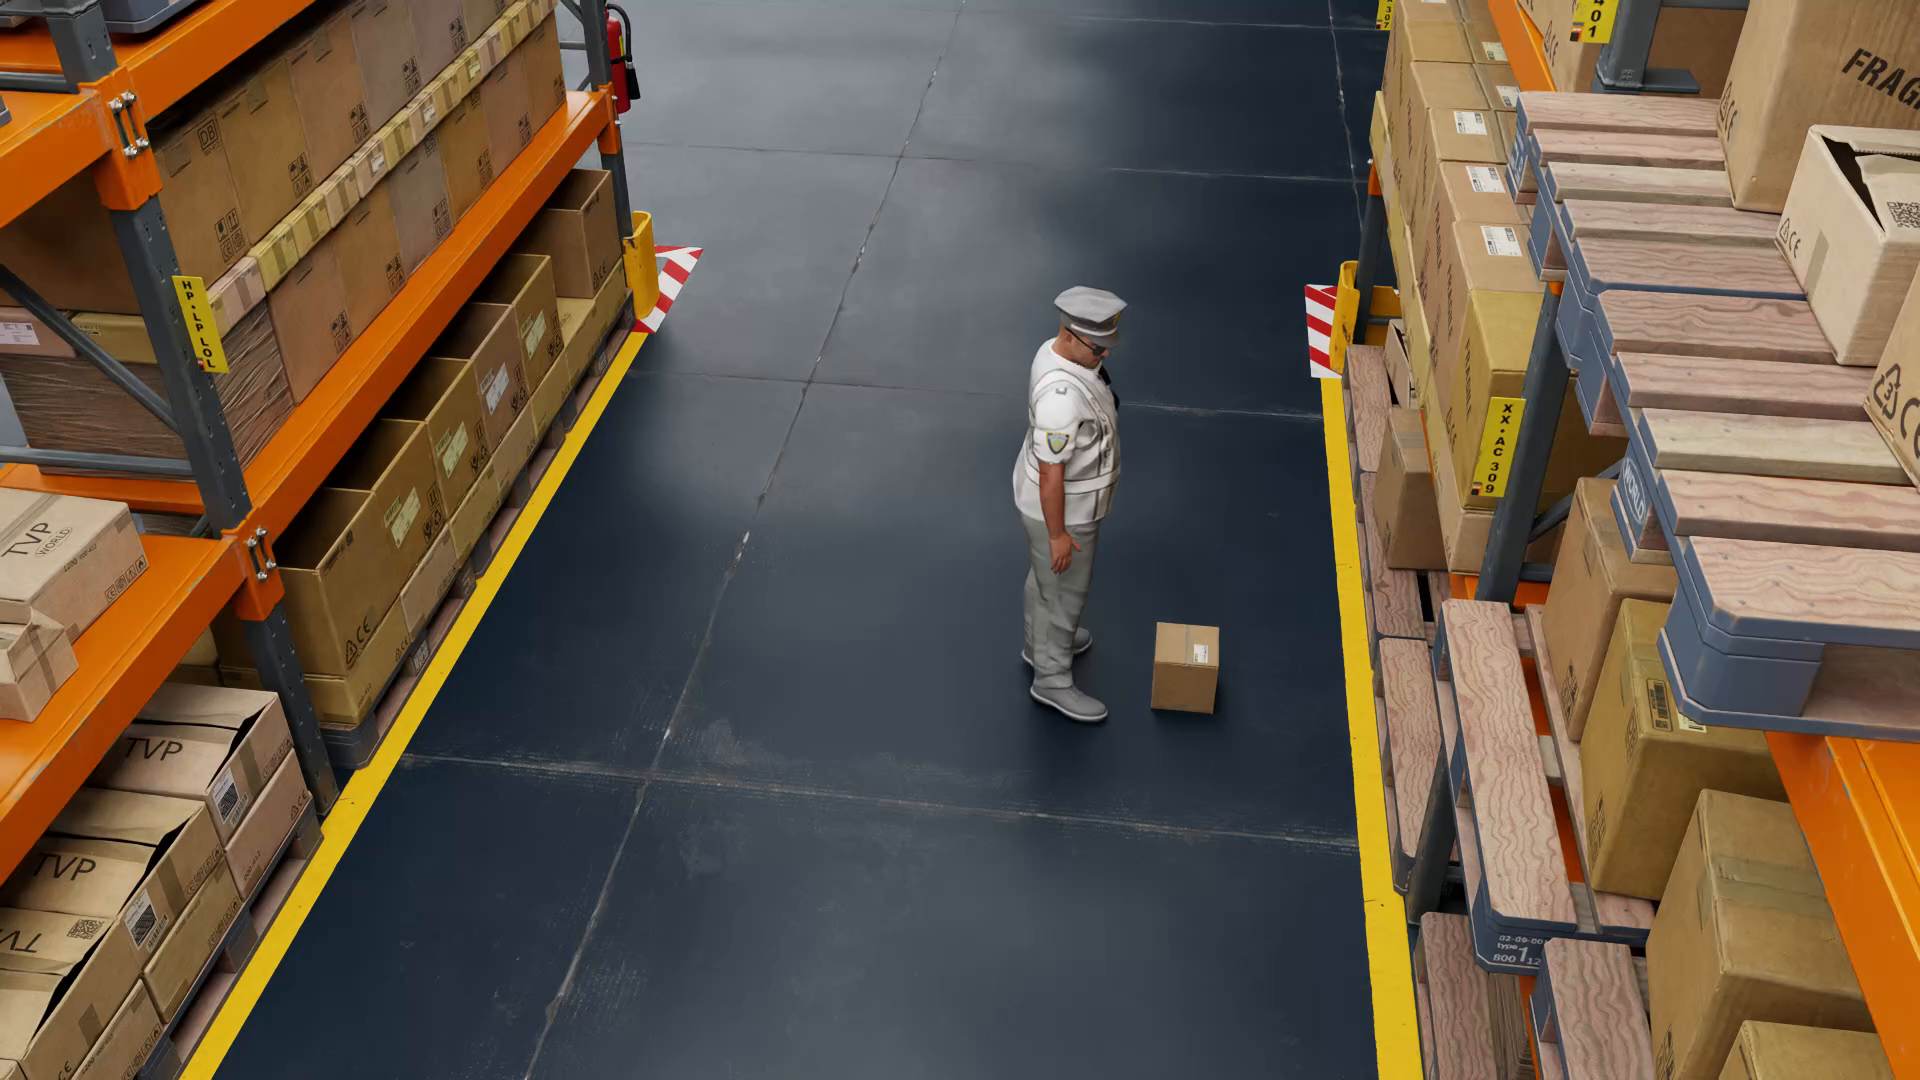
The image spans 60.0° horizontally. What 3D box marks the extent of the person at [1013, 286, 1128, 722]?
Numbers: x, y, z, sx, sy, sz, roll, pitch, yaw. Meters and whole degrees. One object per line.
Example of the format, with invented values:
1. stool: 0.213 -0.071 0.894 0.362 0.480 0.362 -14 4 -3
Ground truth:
1. person: 0.402 -0.153 6.333 0.400 1.758 0.610 0 36 0
